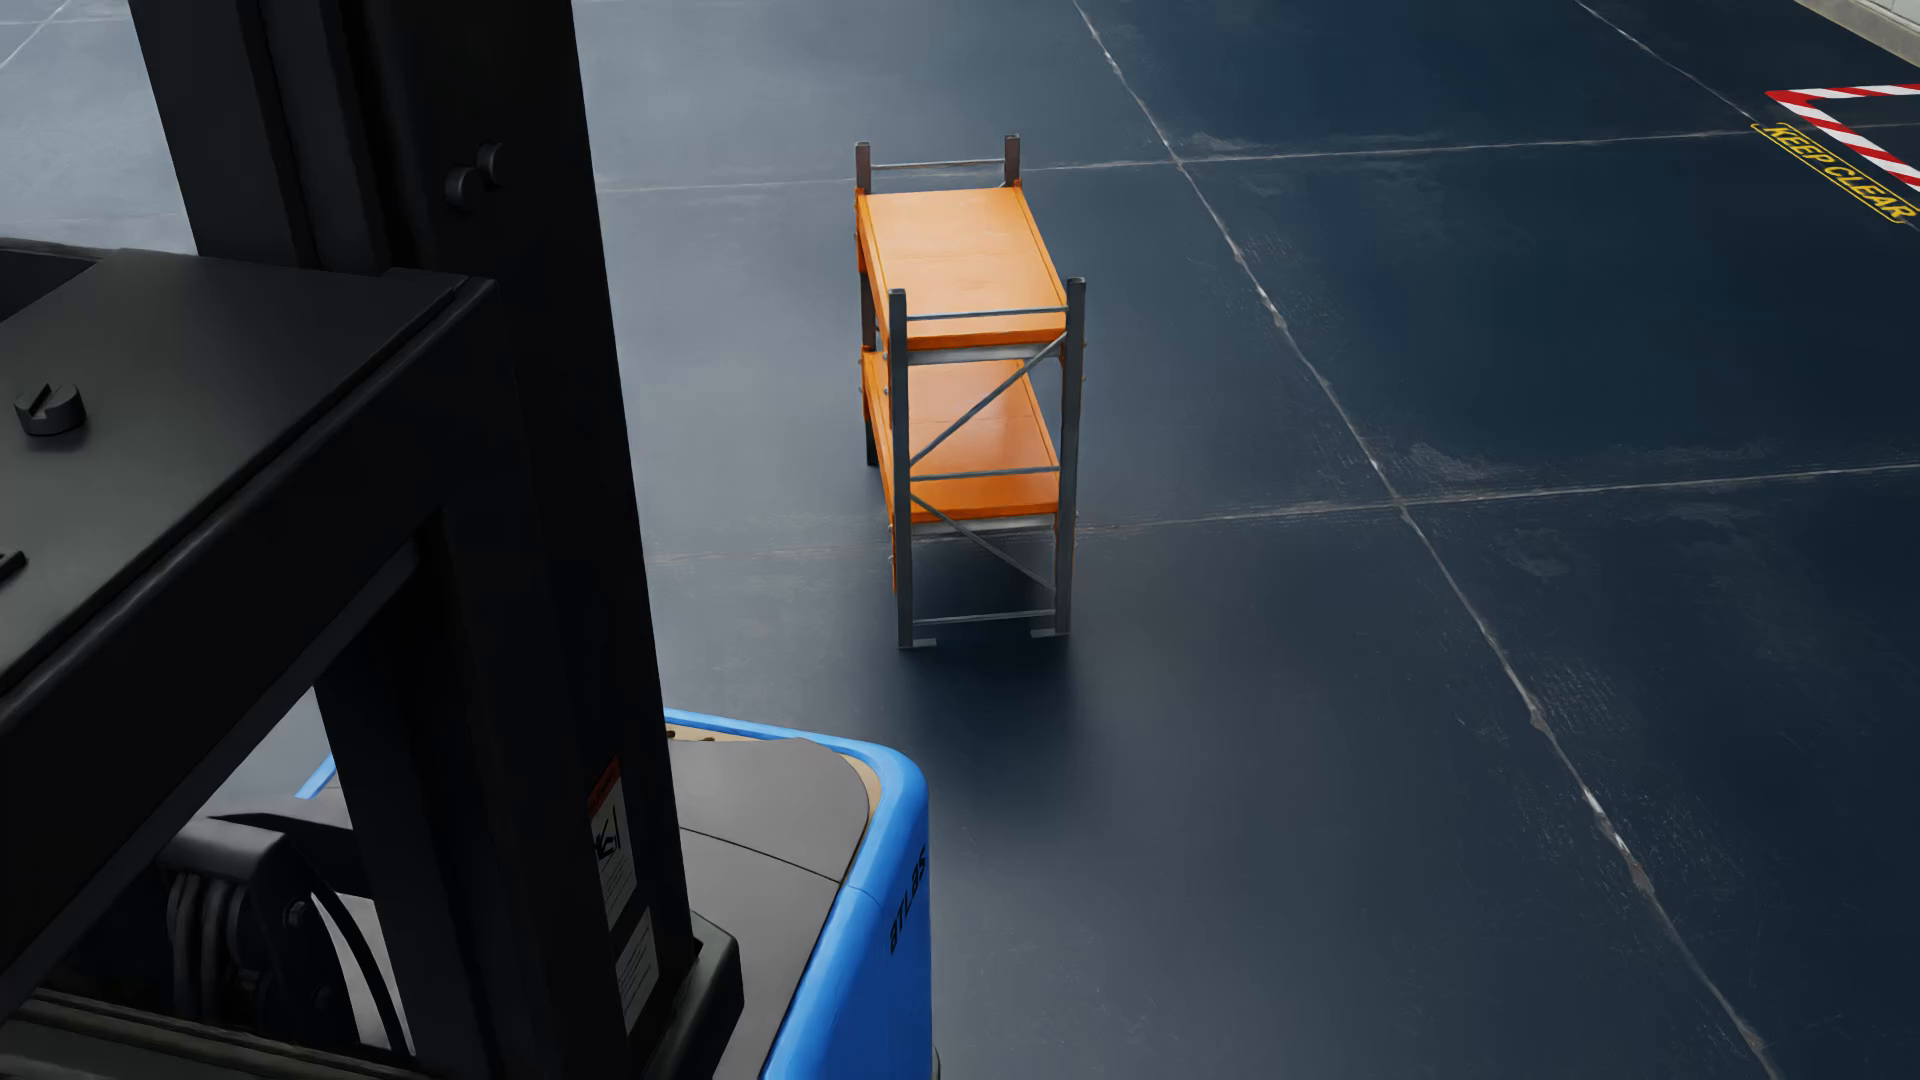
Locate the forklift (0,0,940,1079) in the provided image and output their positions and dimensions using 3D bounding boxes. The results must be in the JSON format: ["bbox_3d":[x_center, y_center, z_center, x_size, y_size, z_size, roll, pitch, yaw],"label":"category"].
[{"bbox_3d":[-0.899,0.770,1.518,1.130,2.935,3.031,8,35,12],"label":"forklift"}]

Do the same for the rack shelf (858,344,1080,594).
[{"bbox_3d":[0.001,-0.259,5.065,0.538,0.278,1.000,-4,35,-6],"label":"rack shelf"}]

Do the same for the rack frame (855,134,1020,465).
[{"bbox_3d":[-0.067,-0.745,5.344,0.500,1.125,0.032,-4,35,-6],"label":"rack frame"}]

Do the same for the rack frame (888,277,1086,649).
[{"bbox_3d":[0.069,-0.177,4.511,0.500,1.125,0.032,-4,35,-6],"label":"rack frame"}]

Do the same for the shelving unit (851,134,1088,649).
[{"bbox_3d":[0.001,-0.461,4.928,0.538,1.125,1.048,-4,35,-6],"label":"shelving unit"}]

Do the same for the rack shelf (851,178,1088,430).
[{"bbox_3d":[0.001,-0.703,4.763,0.538,0.278,1.000,-4,35,-6],"label":"rack shelf"}]
